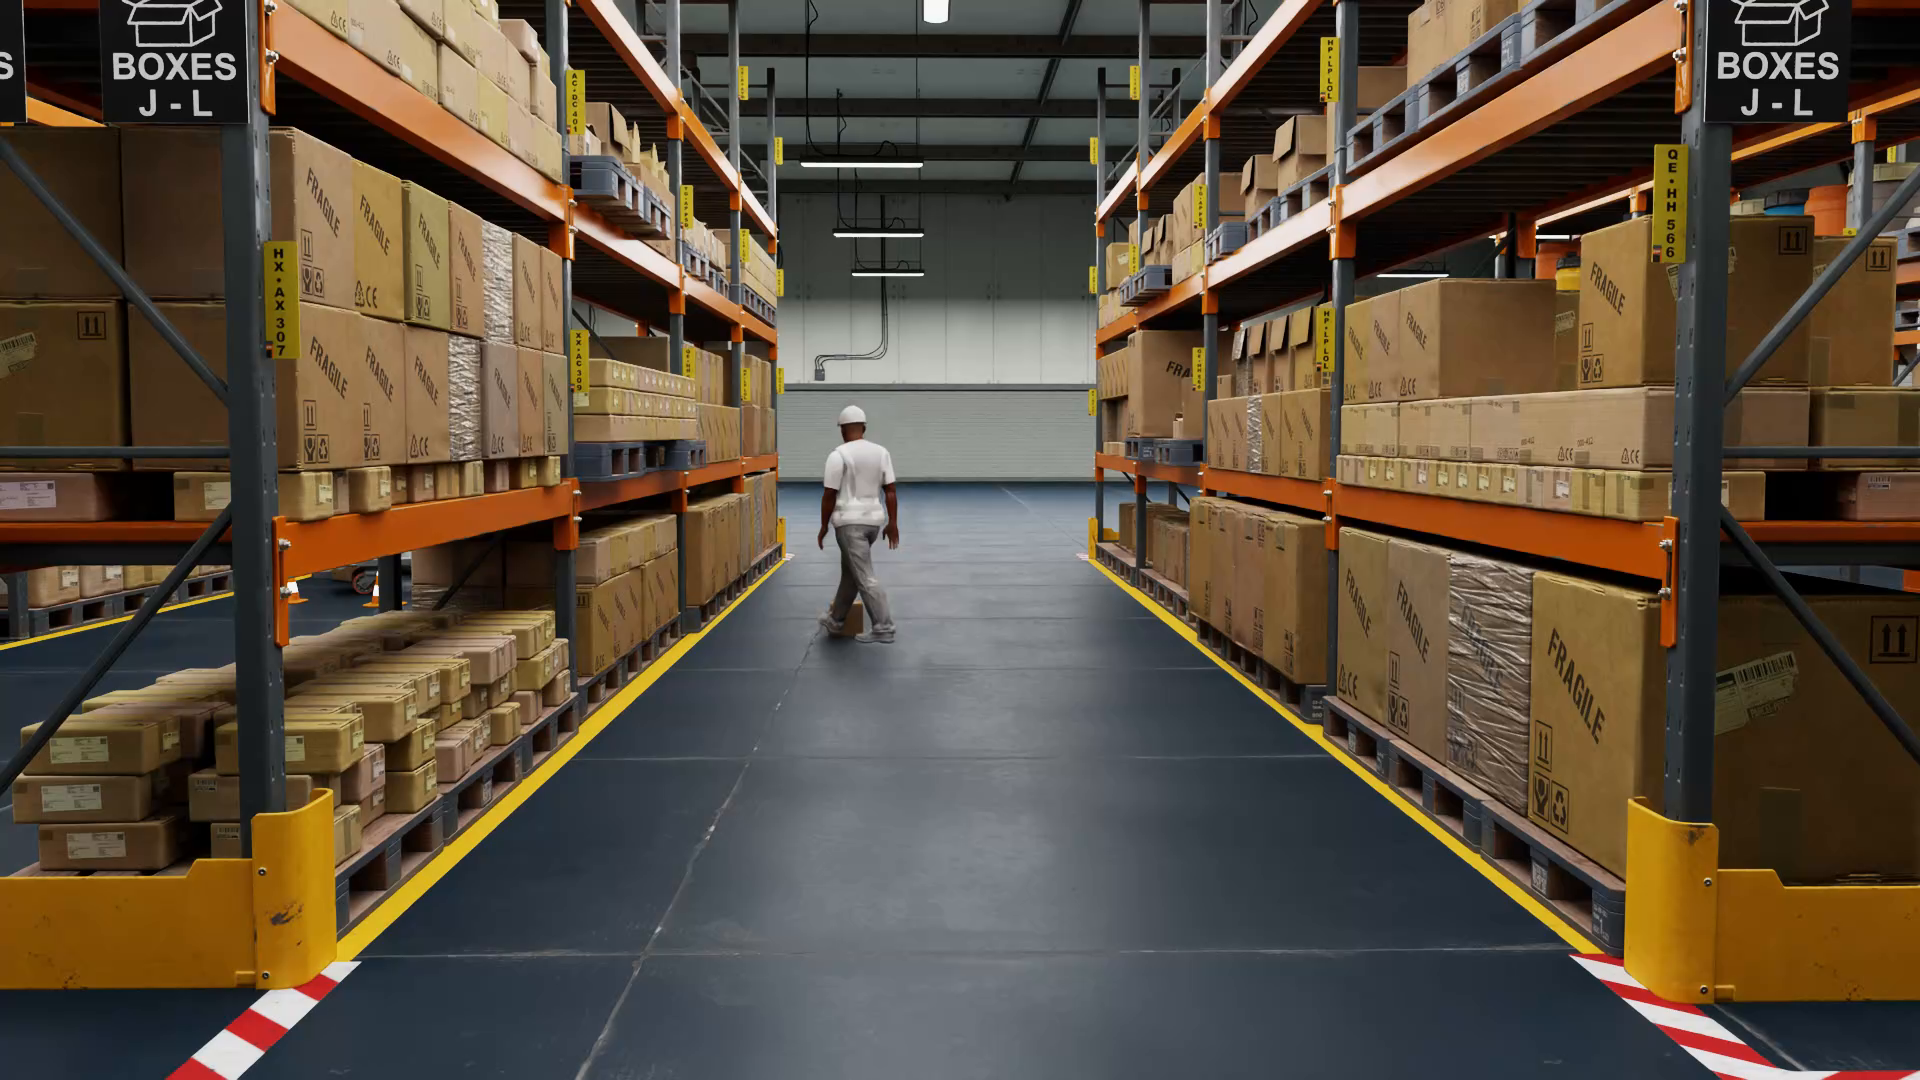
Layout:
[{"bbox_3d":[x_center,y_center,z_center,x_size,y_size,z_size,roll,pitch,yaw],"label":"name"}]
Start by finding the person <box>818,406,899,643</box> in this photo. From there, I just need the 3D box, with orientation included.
[{"bbox_3d":[-0.831,-0.126,12.240,0.961,1.715,0.565,3,5,39],"label":"person"}]
